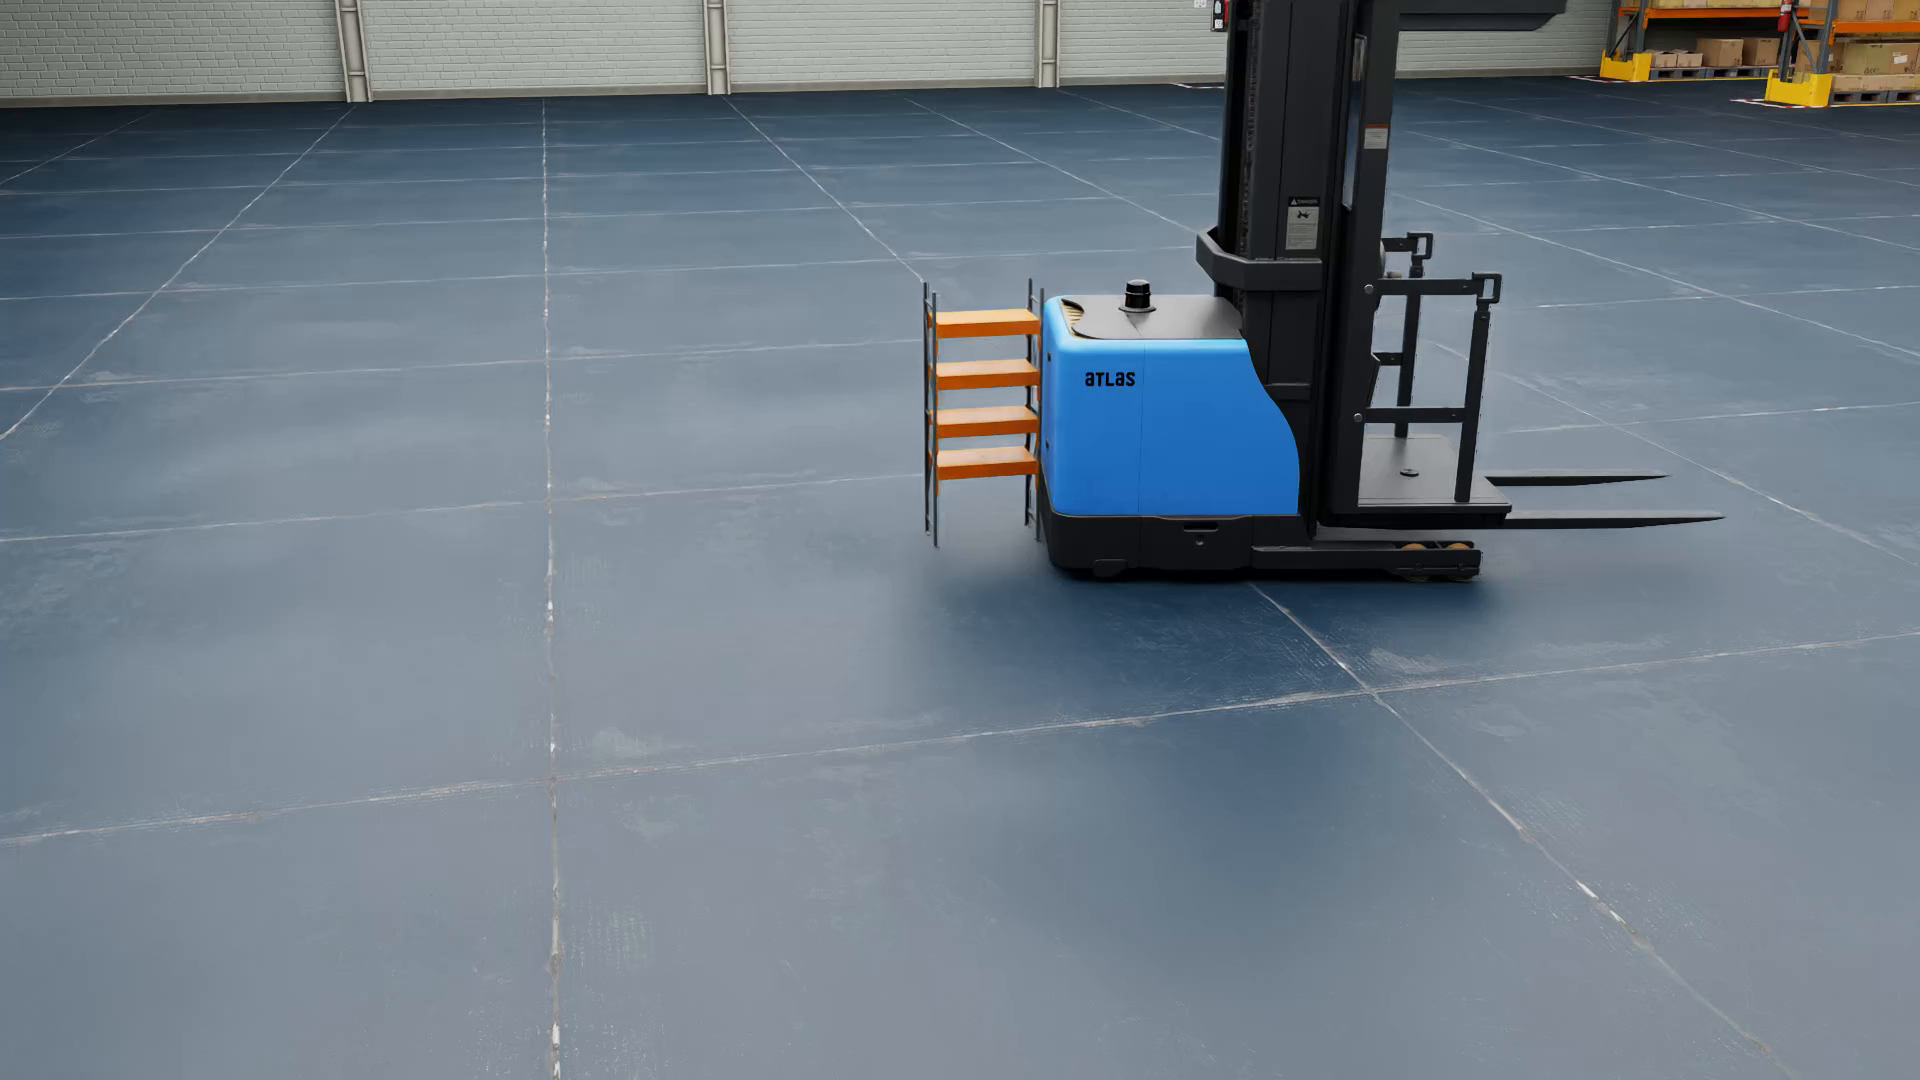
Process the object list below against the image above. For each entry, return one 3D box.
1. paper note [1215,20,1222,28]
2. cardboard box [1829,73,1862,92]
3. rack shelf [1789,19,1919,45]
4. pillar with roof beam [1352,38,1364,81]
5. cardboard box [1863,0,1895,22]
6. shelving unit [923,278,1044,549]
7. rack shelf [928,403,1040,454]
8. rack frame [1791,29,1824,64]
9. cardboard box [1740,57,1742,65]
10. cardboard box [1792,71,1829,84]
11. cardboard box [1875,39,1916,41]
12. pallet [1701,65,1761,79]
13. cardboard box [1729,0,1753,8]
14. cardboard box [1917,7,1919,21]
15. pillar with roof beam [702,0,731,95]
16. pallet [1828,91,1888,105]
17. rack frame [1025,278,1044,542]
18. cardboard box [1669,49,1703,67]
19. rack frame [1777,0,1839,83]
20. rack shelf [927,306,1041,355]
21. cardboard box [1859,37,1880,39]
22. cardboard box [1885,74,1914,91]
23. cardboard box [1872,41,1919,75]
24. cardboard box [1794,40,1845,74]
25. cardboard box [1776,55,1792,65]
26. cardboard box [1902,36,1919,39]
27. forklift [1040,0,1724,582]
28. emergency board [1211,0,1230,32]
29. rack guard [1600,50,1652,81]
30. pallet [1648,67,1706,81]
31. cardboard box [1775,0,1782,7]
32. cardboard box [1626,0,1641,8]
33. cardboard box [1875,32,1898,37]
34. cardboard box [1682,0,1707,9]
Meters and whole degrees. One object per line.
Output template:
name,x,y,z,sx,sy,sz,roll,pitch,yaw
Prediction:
paper note,4.829,-9.629,31.020,0.142,0.148,0.016,-5,21,-12
cardboard box,14.504,-7.562,27.485,0.500,0.250,0.500,-5,21,-12
rack shelf,15.878,-8.509,27.727,4.000,0.370,1.077,-5,21,-12
pillar with roof beam,8.422,-11.592,26.377,0.400,9.000,9.100,-5,21,-12
cardboard box,14.899,-8.811,27.361,0.500,0.500,0.700,-4,21,-11
shelving unit,0.104,-0.579,7.651,0.503,1.200,0.258,-4,20,-11
rack shelf,0.104,-0.516,7.674,0.480,0.148,0.258,-4,20,-11
rack frame,16.681,-10.663,32.562,0.127,3.000,1.000,-5,21,-12
cardboard box,15.119,-9.411,32.649,0.250,0.149,0.380,-6,21,-17
cardboard box,14.385,-7.736,27.958,0.500,0.250,0.500,-5,21,-12
cardboard box,15.841,-8.212,28.167,0.500,0.500,0.500,-5,21,-12
pallet,14.845,-9.191,32.597,1.213,0.211,1.003,-5,21,-12
cardboard box,14.827,-10.341,31.872,0.500,0.250,0.500,-4,21,-12
cardboard box,15.895,-8.891,27.581,0.500,0.500,0.700,-4,21,-11
pillar with roof beam,-3.256,-10.642,23.784,0.400,9.000,9.100,-5,21,-12
pallet,14.666,-7.453,27.855,1.213,0.211,1.003,-5,21,-12
rack frame,0.343,-0.596,7.696,0.015,1.200,0.240,-4,20,-11
cardboard box,14.037,-9.360,32.275,0.500,0.311,0.500,-3,20,-8
rack frame,13.931,-8.688,27.172,0.127,3.000,1.000,-5,21,-12
rack shelf,0.104,-0.948,7.515,0.480,0.148,0.258,-4,20,-11
cardboard box,17.884,-9.817,33.248,0.500,0.500,0.700,-5,21,-14
cardboard box,15.477,-7.642,27.704,0.500,0.250,0.500,-5,21,-12
cardboard box,15.474,-7.998,27.585,0.500,0.500,0.500,-5,21,-12
cardboard box,14.385,-8.088,27.831,0.500,0.500,0.500,-5,21,-12
cardboard box,16.167,-9.486,32.830,0.250,0.166,0.380,-7,21,-20
cardboard box,18.879,-9.887,33.439,0.500,0.500,0.700,-5,21,-13
forklift,1.906,-1.374,7.303,3.031,2.935,1.130,0,20,-1
emergency board,5.017,-10.033,30.844,0.643,1.169,0.194,-5,21,-12
rack guard,12.862,-9.178,32.144,0.348,0.500,1.175,-5,21,-12
pallet,13.661,-9.095,32.337,1.213,0.211,1.003,-5,21,-12
cardboard box,15.803,-10.426,32.105,0.500,0.250,0.500,-5,21,-12
cardboard box,13.198,-10.387,31.998,0.500,0.250,0.500,-4,21,-12
cardboard box,18.326,-10.190,33.175,0.500,0.250,0.500,-5,21,-14
cardboard box,13.838,-10.263,31.660,0.500,0.250,0.500,-5,21,-14
